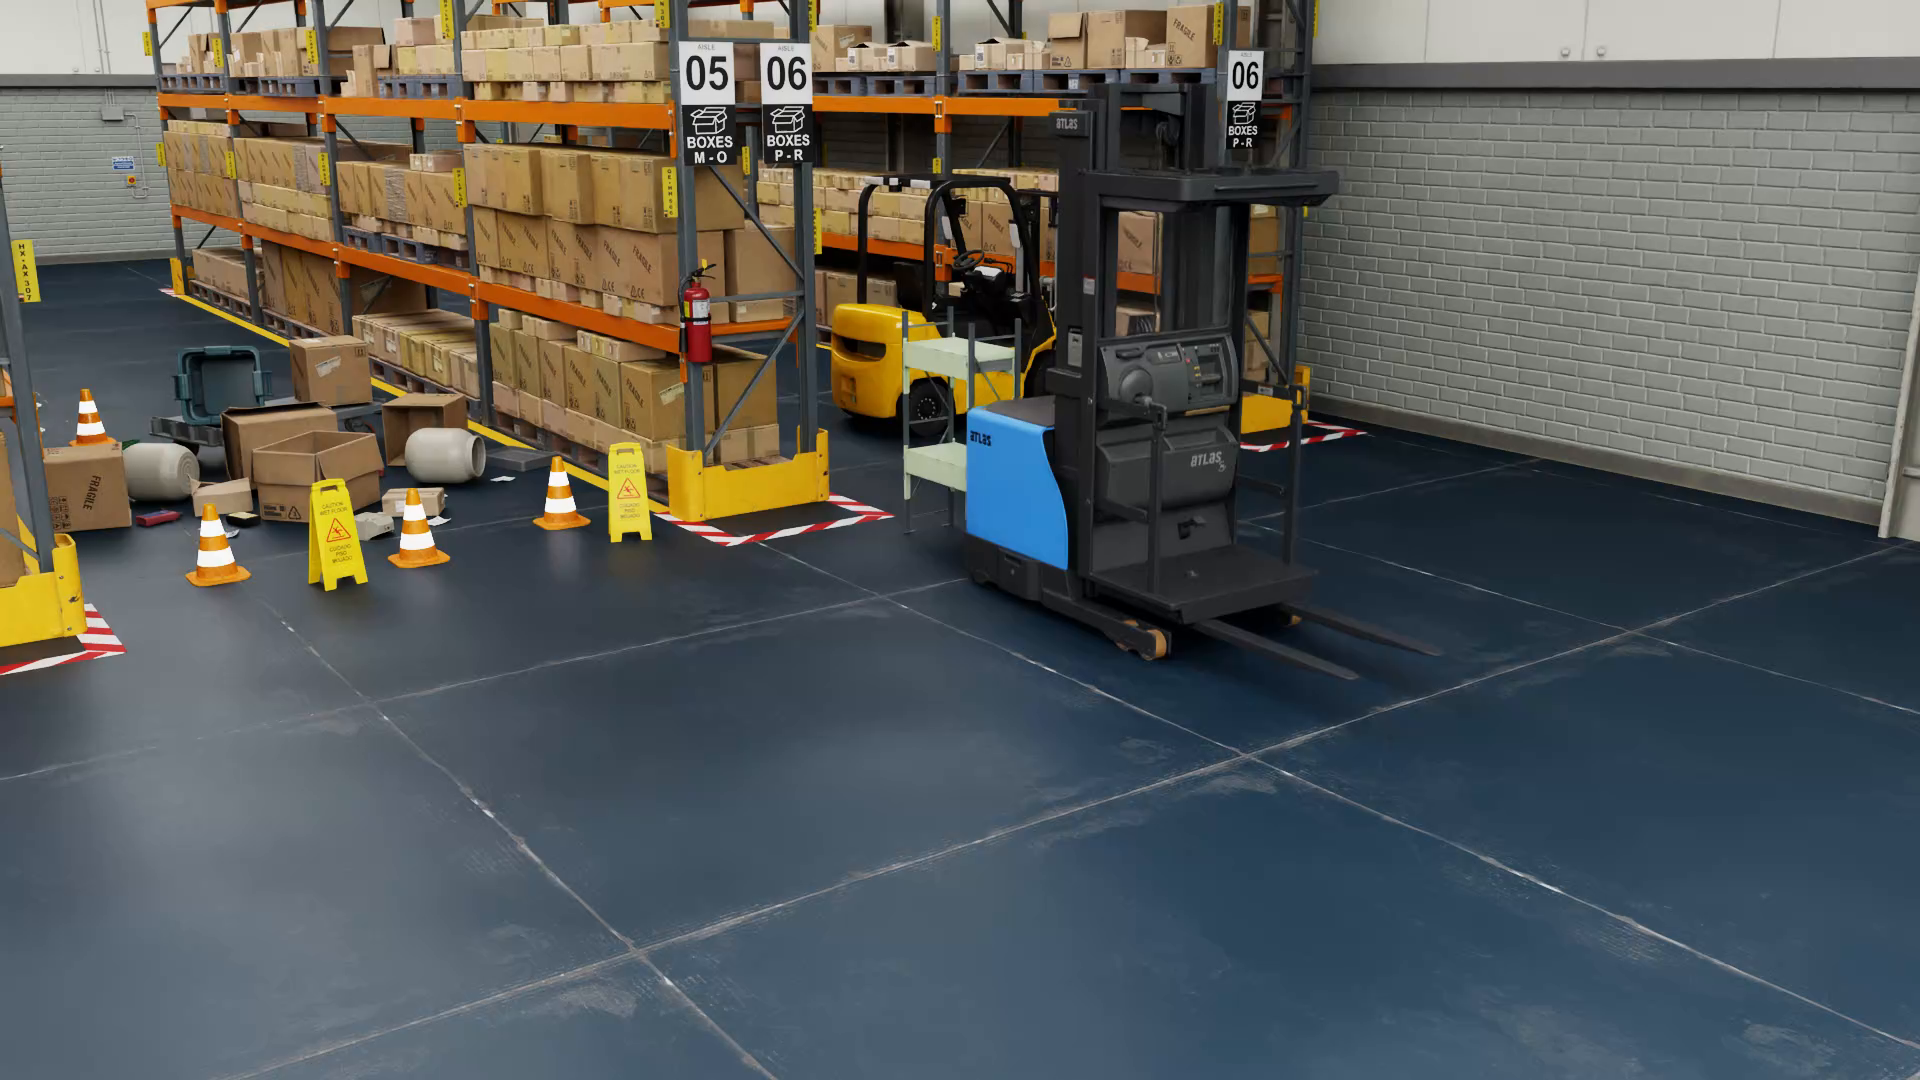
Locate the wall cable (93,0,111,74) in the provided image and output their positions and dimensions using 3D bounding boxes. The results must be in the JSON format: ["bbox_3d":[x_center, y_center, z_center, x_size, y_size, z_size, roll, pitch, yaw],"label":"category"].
[{"bbox_3d":[-14.440,-9.156,27.482,0.463,3.000,0.029,-11,19,-35],"label":"wall cable"}]

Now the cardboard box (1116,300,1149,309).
[{"bbox_3d":[1.420,-2.069,15.472,0.500,0.250,0.500,-11,19,-34],"label":"cardboard box"}]

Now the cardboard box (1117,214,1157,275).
[{"bbox_3d":[1.754,-2.671,14.962,0.500,0.500,0.500,-10,18,-33],"label":"cardboard box"}]

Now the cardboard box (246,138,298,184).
[{"bbox_3d":[-8.168,-4.525,19.842,0.500,0.500,0.500,-11,19,-35],"label":"cardboard box"}]

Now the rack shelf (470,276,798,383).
[{"bbox_3d":[-2.636,-1.755,13.168,1.077,0.370,4.000,-11,19,-35],"label":"rack shelf"}]

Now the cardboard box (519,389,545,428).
[{"bbox_3d":[-3.360,-1.125,13.917,0.500,0.250,0.500,-10,18,-31],"label":"cardboard box"}]

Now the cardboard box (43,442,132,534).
[{"bbox_3d":[-6.013,-0.362,11.448,0.500,0.500,0.500,-7,17,-25],"label":"cardboard box"}]

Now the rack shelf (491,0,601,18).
[{"bbox_3d":[-5.679,-7.980,24.557,1.077,0.370,4.000,-11,19,-35],"label":"rack shelf"}]

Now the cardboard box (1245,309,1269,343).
[{"bbox_3d":[2.424,-1.936,14.988,0.500,0.250,0.500,-11,19,-35],"label":"cardboard box"}]

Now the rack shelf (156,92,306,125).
[{"bbox_3d":[-9.691,-5.764,22.134,1.077,0.370,4.000,-11,19,-35],"label":"rack shelf"}]

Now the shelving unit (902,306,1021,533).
[{"bbox_3d":[0.004,-0.722,10.873,0.431,1.500,0.755,-11,19,-35],"label":"shelving unit"}]

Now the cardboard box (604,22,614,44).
[{"bbox_3d":[-2.290,-3.586,11.780,0.380,0.149,0.250,-11,19,-34],"label":"cardboard box"}]

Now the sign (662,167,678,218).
[{"bbox_3d":[-1.920,-2.304,11.019,0.100,0.325,0.005,-11,19,-35],"label":"sign"}]

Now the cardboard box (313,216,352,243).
[{"bbox_3d":[-6.671,-3.378,18.021,0.500,0.250,0.500,-12,19,-36],"label":"cardboard box"}]

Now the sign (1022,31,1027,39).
[{"bbox_3d":[0.649,-5.121,17.293,0.100,0.325,0.005,-11,19,-35],"label":"sign"}]

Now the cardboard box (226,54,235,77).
[{"bbox_3d":[-8.504,-5.660,19.852,0.396,0.266,0.258,-11,19,-35],"label":"cardboard box"}]

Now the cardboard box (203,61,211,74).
[{"bbox_3d":[-9.305,-5.957,20.966,0.380,0.149,0.250,-10,18,-33],"label":"cardboard box"}]

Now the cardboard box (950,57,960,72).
[{"bbox_3d":[-0.139,-5.088,17.793,0.380,0.149,0.250,-11,19,-35],"label":"cardboard box"}]

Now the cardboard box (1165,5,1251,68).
[{"bbox_3d":[2.096,-4.248,14.060,0.500,0.500,0.500,-10,18,-33],"label":"cardboard box"}]

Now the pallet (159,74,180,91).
[{"bbox_3d":[-10.423,-6.338,23.038,1.003,0.211,1.213,-11,19,-35],"label":"pallet"}]

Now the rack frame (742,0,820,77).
[{"bbox_3d":[-2.151,-7.048,19.780,1.000,3.000,0.127,-11,19,-35],"label":"rack frame"}]

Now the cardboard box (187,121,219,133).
[{"bbox_3d":[-10.132,-5.536,22.310,0.380,0.149,0.250,-11,19,-34],"label":"cardboard box"}]

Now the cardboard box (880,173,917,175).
[{"bbox_3d":[-0.691,-4.102,18.964,0.380,0.149,0.250,-11,19,-34],"label":"cardboard box"}]

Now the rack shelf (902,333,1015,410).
[{"bbox_3d":[0.004,-1.098,10.770,0.431,0.370,0.720,-11,19,-35],"label":"rack shelf"}]

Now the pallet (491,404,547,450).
[{"bbox_3d":[-3.388,-1.046,14.498,1.003,0.211,1.213,-11,19,-35],"label":"pallet"}]

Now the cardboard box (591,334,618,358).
[{"bbox_3d":[-2.557,-1.478,12.559,0.380,0.149,0.250,-10,18,-34],"label":"cardboard box"}]

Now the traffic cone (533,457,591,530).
[{"bbox_3d":[-2.756,-0.343,11.451,0.336,0.463,0.334,-11,19,-35],"label":"traffic cone"}]

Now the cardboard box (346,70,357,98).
[{"bbox_3d":[-5.966,-4.617,16.835,0.396,0.266,0.258,-11,19,-35],"label":"cardboard box"}]

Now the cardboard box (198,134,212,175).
[{"bbox_3d":[-9.615,-5.042,21.733,0.500,0.500,0.500,-11,19,-34],"label":"cardboard box"}]

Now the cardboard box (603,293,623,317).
[{"bbox_3d":[-2.401,-1.745,12.247,0.380,0.149,0.250,-10,18,-34],"label":"cardboard box"}]

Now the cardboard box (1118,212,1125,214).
[{"bbox_3d":[1.514,-3.057,15.144,0.380,0.149,0.250,-12,19,-36],"label":"cardboard box"}]

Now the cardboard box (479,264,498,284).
[{"bbox_3d":[-3.886,-2.291,14.239,0.380,0.149,0.250,-11,19,-35],"label":"cardboard box"}]

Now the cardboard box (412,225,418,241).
[{"bbox_3d":[-4.926,-2.897,15.660,0.380,0.149,0.250,-11,19,-35],"label":"cardboard box"}]

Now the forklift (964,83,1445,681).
[{"bbox_3d":[1.266,-0.921,8.891,1.130,2.935,3.031,-10,18,-33],"label":"forklift"}]

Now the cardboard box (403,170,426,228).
[{"bbox_3d":[-4.860,-3.203,15.548,0.500,0.500,0.500,-10,18,-33],"label":"cardboard box"}]

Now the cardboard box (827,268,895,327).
[{"bbox_3d":[-1.008,-2.794,19.305,0.875,0.625,0.625,-12,19,-37],"label":"cardboard box"}]

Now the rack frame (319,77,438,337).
[{"bbox_3d":[-6.164,-3.383,17.754,1.000,3.000,0.127,-11,19,-35],"label":"rack frame"}]

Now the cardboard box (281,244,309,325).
[{"bbox_3d":[-7.549,-3.103,19.961,0.875,0.875,0.875,-10,18,-33],"label":"cardboard box"}]

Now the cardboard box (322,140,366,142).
[{"bbox_3d":[-7.141,-4.382,19.322,0.500,0.500,0.500,-11,18,-34],"label":"cardboard box"}]

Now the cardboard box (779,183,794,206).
[{"bbox_3d":[-1.794,-4.083,19.650,0.500,0.250,0.500,-10,18,-33],"label":"cardboard box"}]

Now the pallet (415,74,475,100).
[{"bbox_3d":[-4.088,-4.033,14.804,1.213,0.211,1.003,-11,19,-35],"label":"pallet"}]

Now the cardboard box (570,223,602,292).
[{"bbox_3d":[-2.584,-2.154,12.513,0.500,0.500,0.500,-11,19,-35],"label":"cardboard box"}]

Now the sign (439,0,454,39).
[{"bbox_3d":[-4.258,-4.328,13.800,0.100,0.325,0.005,-11,19,-35],"label":"sign"}]

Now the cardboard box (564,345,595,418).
[{"bbox_3d":[-2.742,-1.263,13.001,0.500,0.500,0.500,-11,19,-36],"label":"cardboard box"}]

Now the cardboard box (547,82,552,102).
[{"bbox_3d":[-2.919,-3.420,12.683,0.380,0.149,0.250,-11,19,-34],"label":"cardboard box"}]

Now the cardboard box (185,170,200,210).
[{"bbox_3d":[-10.213,-4.777,22.659,0.500,0.500,0.500,-11,19,-35],"label":"cardboard box"}]

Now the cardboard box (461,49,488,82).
[{"bbox_3d":[-3.774,-3.910,13.719,0.500,0.250,0.500,-11,19,-36],"label":"cardboard box"}]

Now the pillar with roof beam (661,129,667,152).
[{"bbox_3d":[-7.665,-7.522,21.514,9.100,9.000,0.400,-11,19,-35],"label":"pillar with roof beam"}]

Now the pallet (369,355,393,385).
[{"bbox_3d":[-5.705,-1.871,17.512,1.003,0.211,1.213,-11,19,-35],"label":"pallet"}]

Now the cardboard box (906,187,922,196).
[{"bbox_3d":[-0.346,-3.752,17.684,0.380,0.149,0.250,-11,19,-35],"label":"cardboard box"}]

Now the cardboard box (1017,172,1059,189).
[{"bbox_3d":[0.775,-3.473,16.103,0.380,0.149,0.250,-11,19,-35],"label":"cardboard box"}]

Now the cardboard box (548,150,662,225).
[{"bbox_3d":[-2.611,-2.626,12.342,0.700,0.500,0.500,-11,19,-35],"label":"cardboard box"}]

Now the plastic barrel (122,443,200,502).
[{"bbox_3d":[-5.848,-0.492,12.072,0.512,0.421,0.421,1,15,4],"label":"plastic barrel"}]

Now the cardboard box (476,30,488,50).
[{"bbox_3d":[-3.714,-4.070,13.548,0.380,0.149,0.250,-10,18,-33],"label":"cardboard box"}]
